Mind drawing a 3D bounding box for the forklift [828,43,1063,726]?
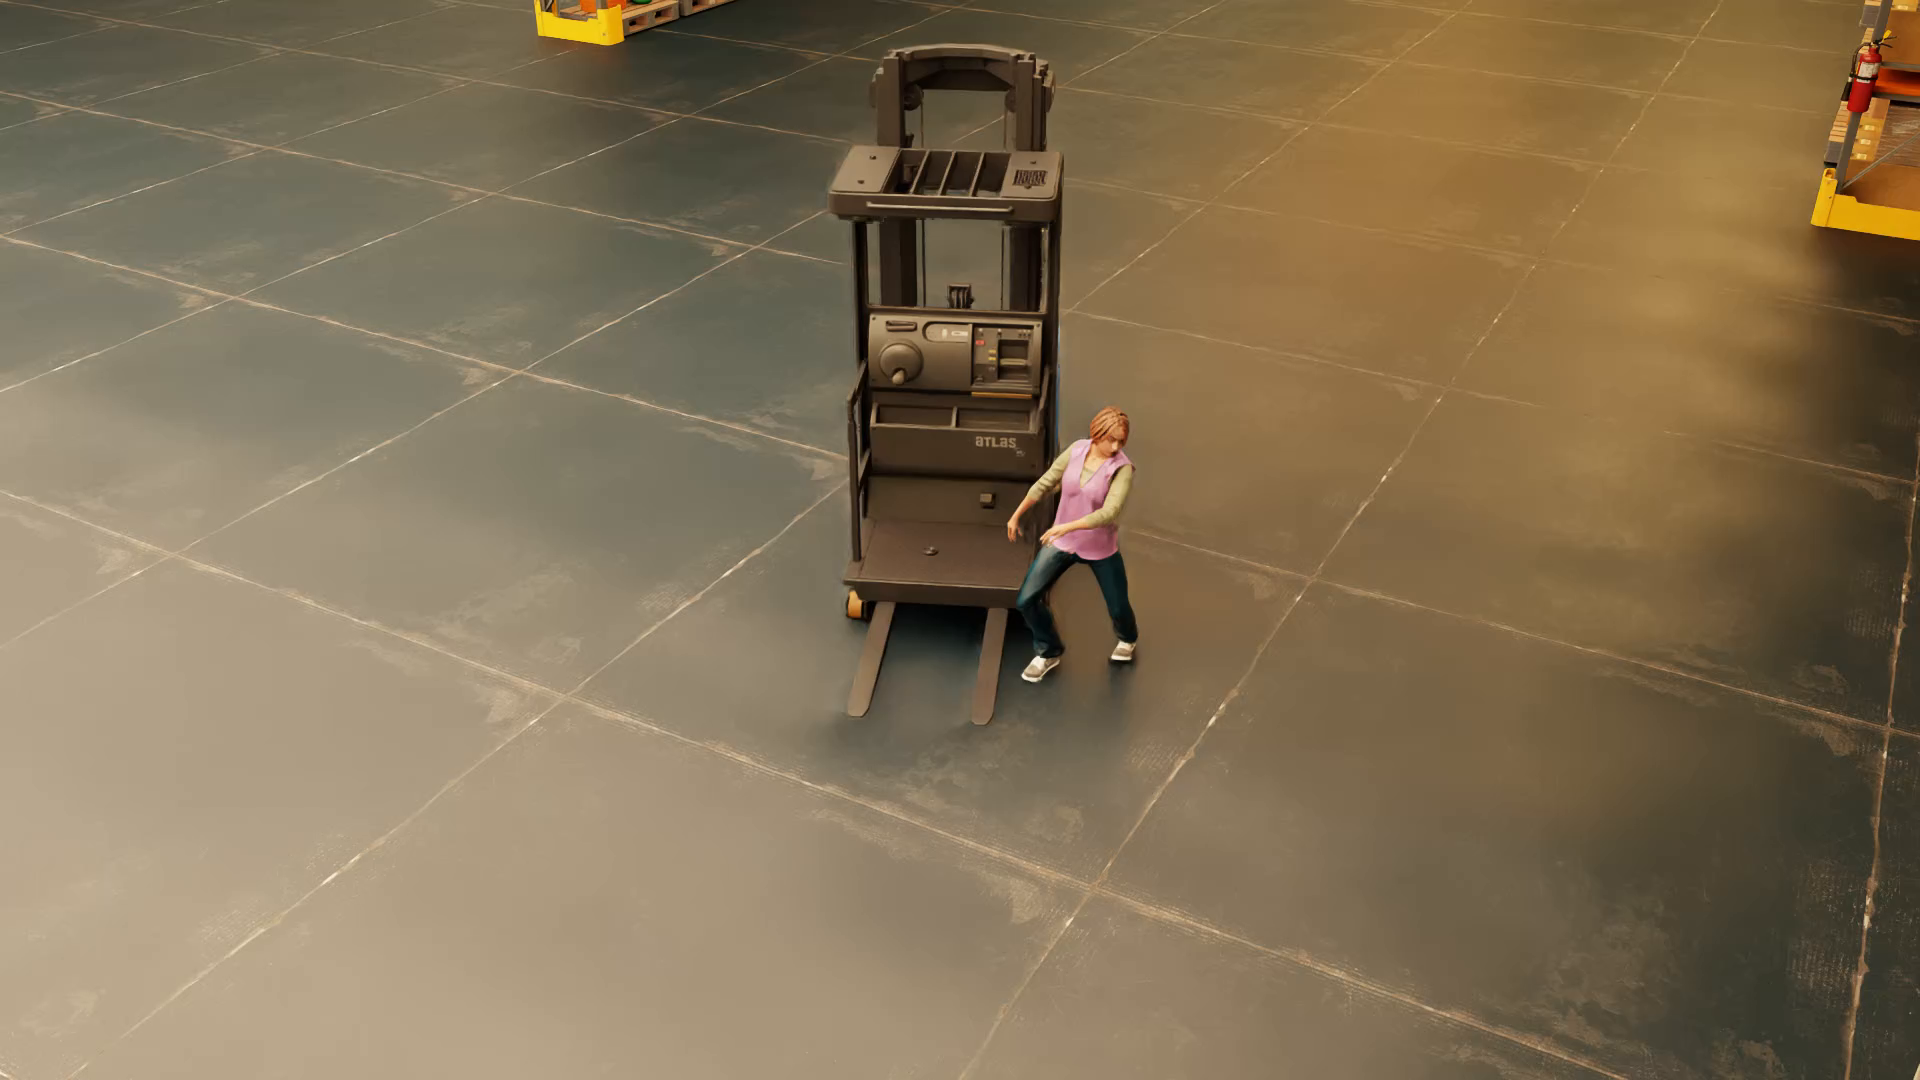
[{"bbox_3d":[-0.046,-0.956,8.727,1.130,2.935,3.031,3,30,5],"label":"forklift"}]

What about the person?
[{"bbox_3d":[0.547,0.035,8.470,0.677,1.489,0.744,11,32,19],"label":"person"}]
